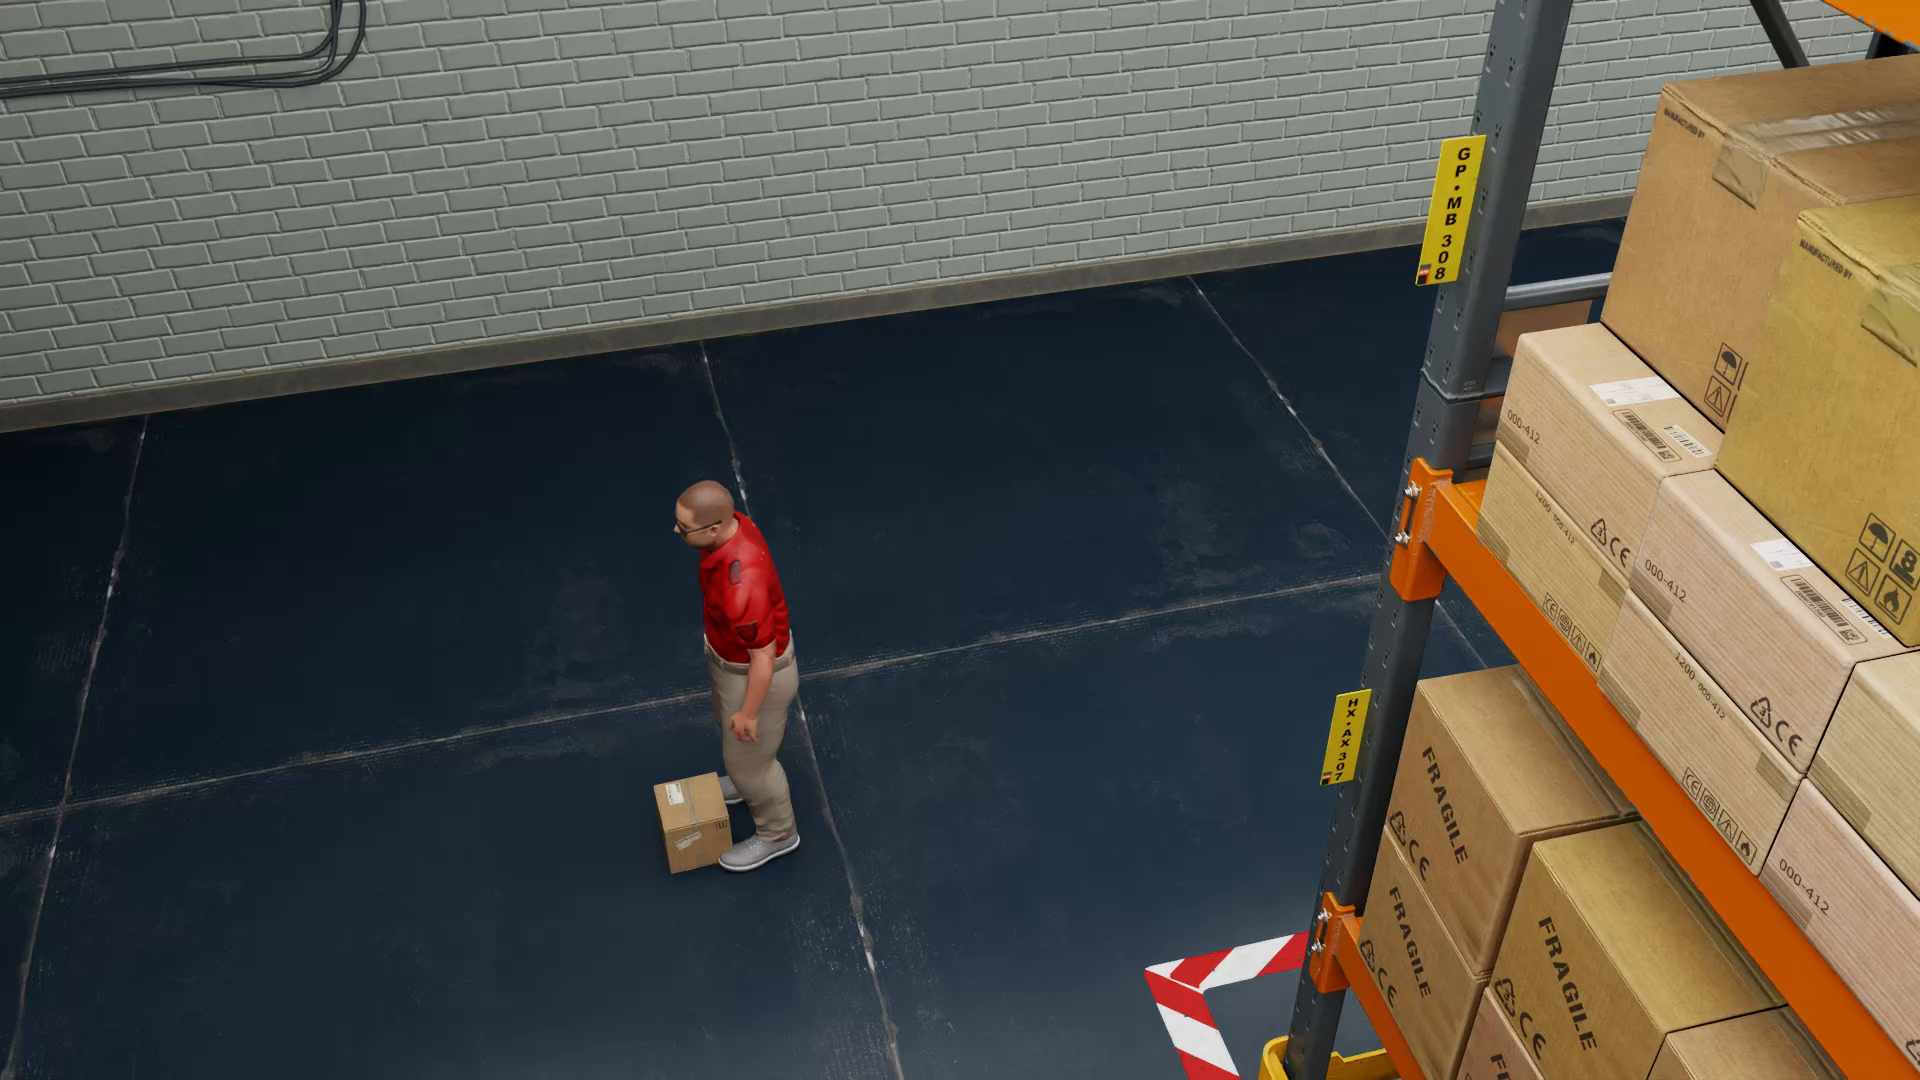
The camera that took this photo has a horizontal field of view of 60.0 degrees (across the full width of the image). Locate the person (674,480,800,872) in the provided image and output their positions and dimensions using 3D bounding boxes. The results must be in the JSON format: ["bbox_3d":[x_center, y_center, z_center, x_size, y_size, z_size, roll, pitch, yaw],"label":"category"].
[{"bbox_3d":[-0.801,0.475,6.116,0.389,1.726,0.587,-10,39,-12],"label":"person"}]
